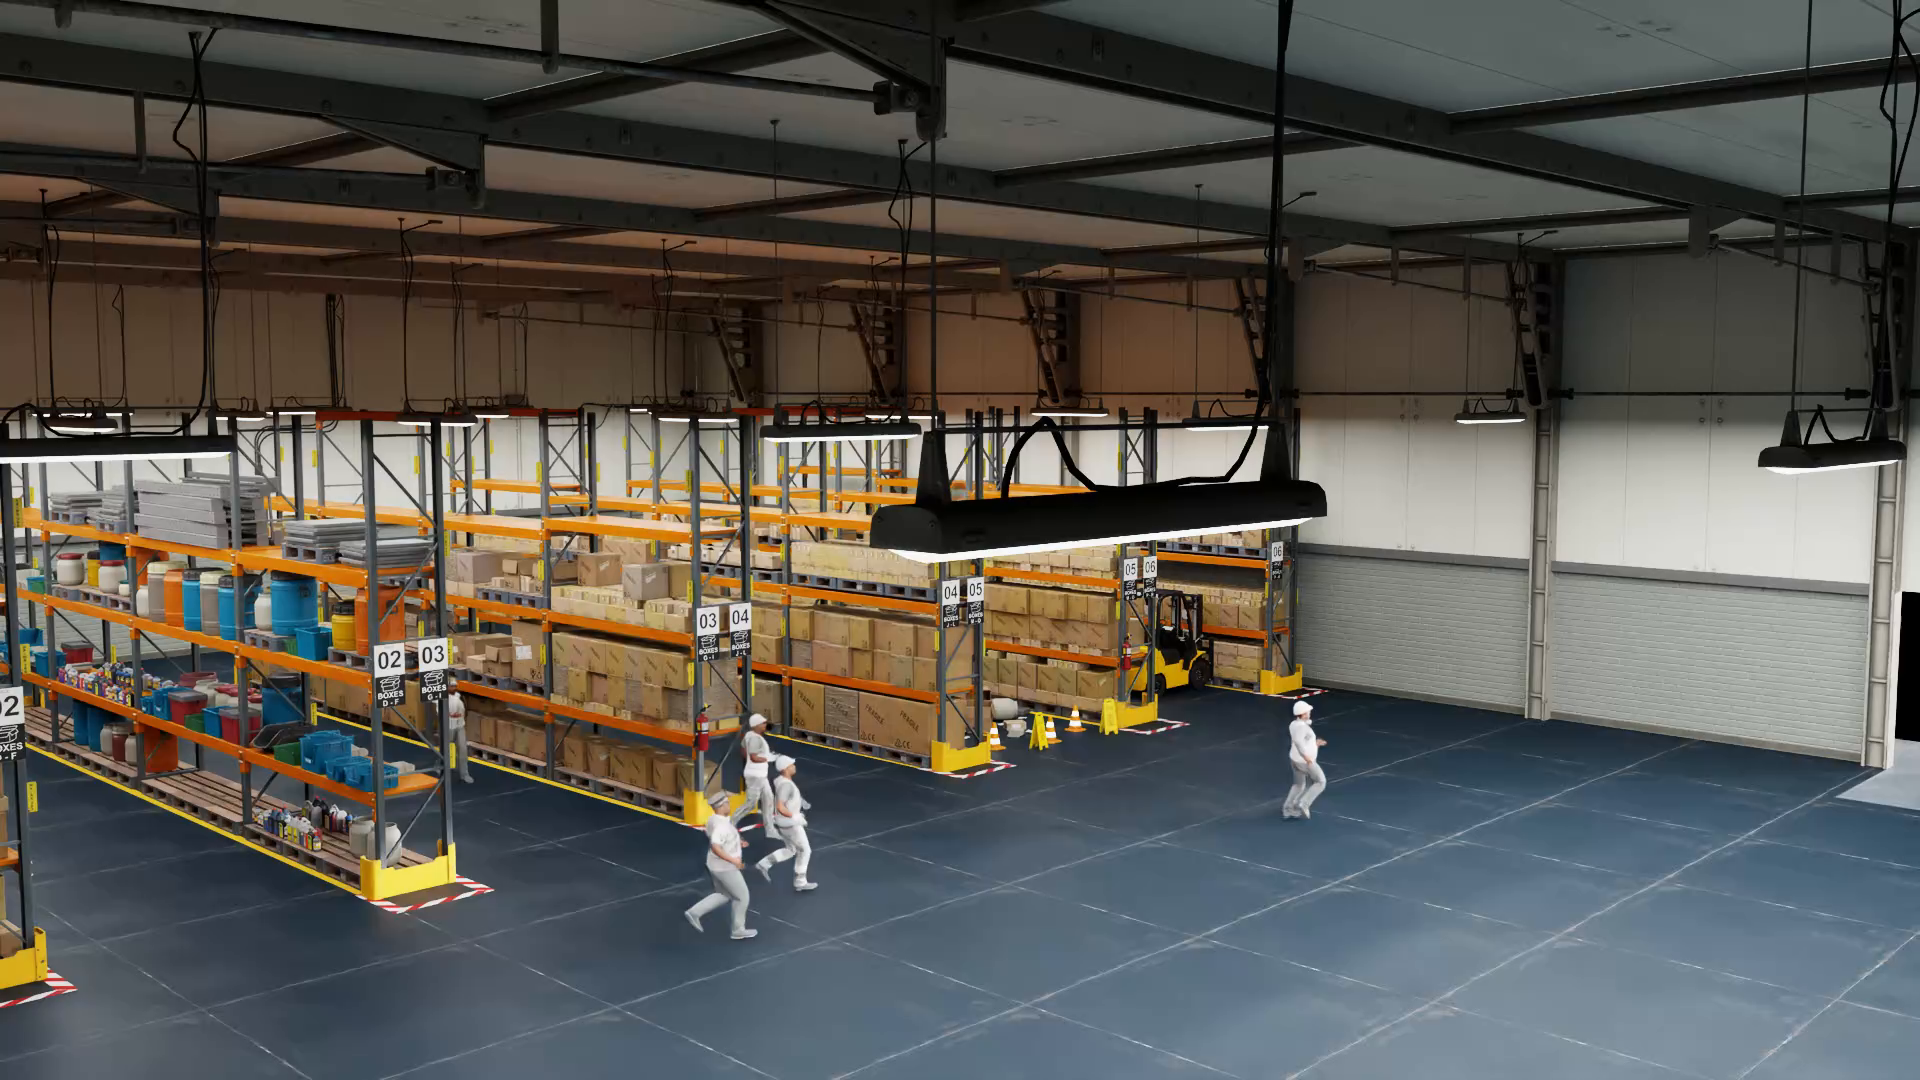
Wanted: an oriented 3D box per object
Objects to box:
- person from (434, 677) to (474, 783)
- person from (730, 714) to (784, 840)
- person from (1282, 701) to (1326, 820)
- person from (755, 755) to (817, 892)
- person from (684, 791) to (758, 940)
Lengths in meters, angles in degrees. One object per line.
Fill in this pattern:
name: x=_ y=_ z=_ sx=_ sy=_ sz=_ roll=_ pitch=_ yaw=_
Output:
person: x=-8.247 y=3.065 z=27.042 sx=0.876 sy=1.699 sz=0.581 roll=4 pitch=6 yaw=39
person: x=-2.906 y=3.355 z=23.503 sx=0.908 sy=1.795 sz=0.688 roll=0 pitch=5 yaw=-3
person: x=5.127 y=3.267 z=24.667 sx=0.683 sy=1.756 sz=0.632 roll=-1 pitch=5 yaw=-14
person: x=-2.202 y=3.595 z=21.067 sx=0.786 sy=1.748 sz=0.663 roll=-1 pitch=5 yaw=-14
person: x=-2.743 y=3.756 z=19.196 sx=0.809 sy=1.747 sz=0.675 roll=-2 pitch=5 yaw=-23
